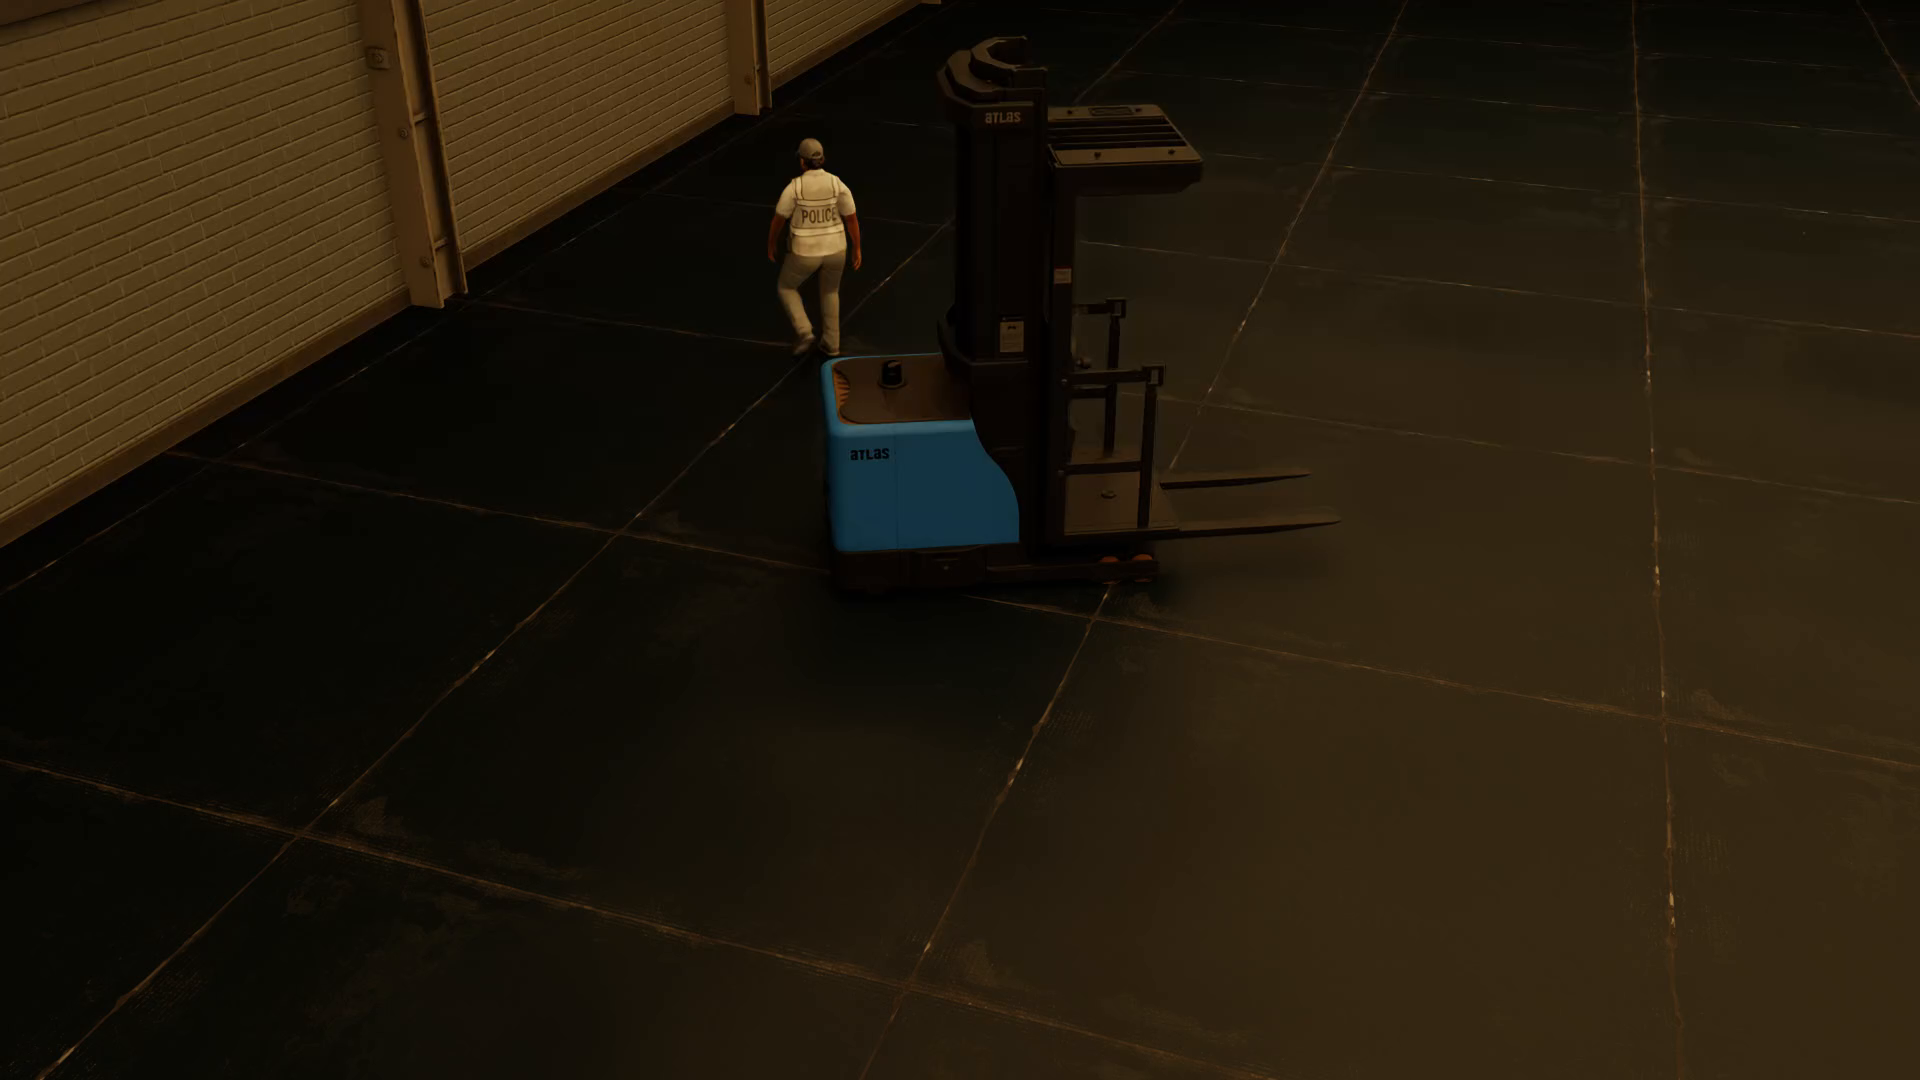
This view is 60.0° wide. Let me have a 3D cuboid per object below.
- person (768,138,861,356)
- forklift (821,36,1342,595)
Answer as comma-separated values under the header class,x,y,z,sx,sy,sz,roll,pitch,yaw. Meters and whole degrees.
class,x,y,z,sx,sy,sz,roll,pitch,yaw
person,-1.070,-2.123,12.166,0.645,1.645,0.454,-12,32,-19
forklift,0.724,-1.268,9.362,3.031,2.935,1.130,-3,30,-6
